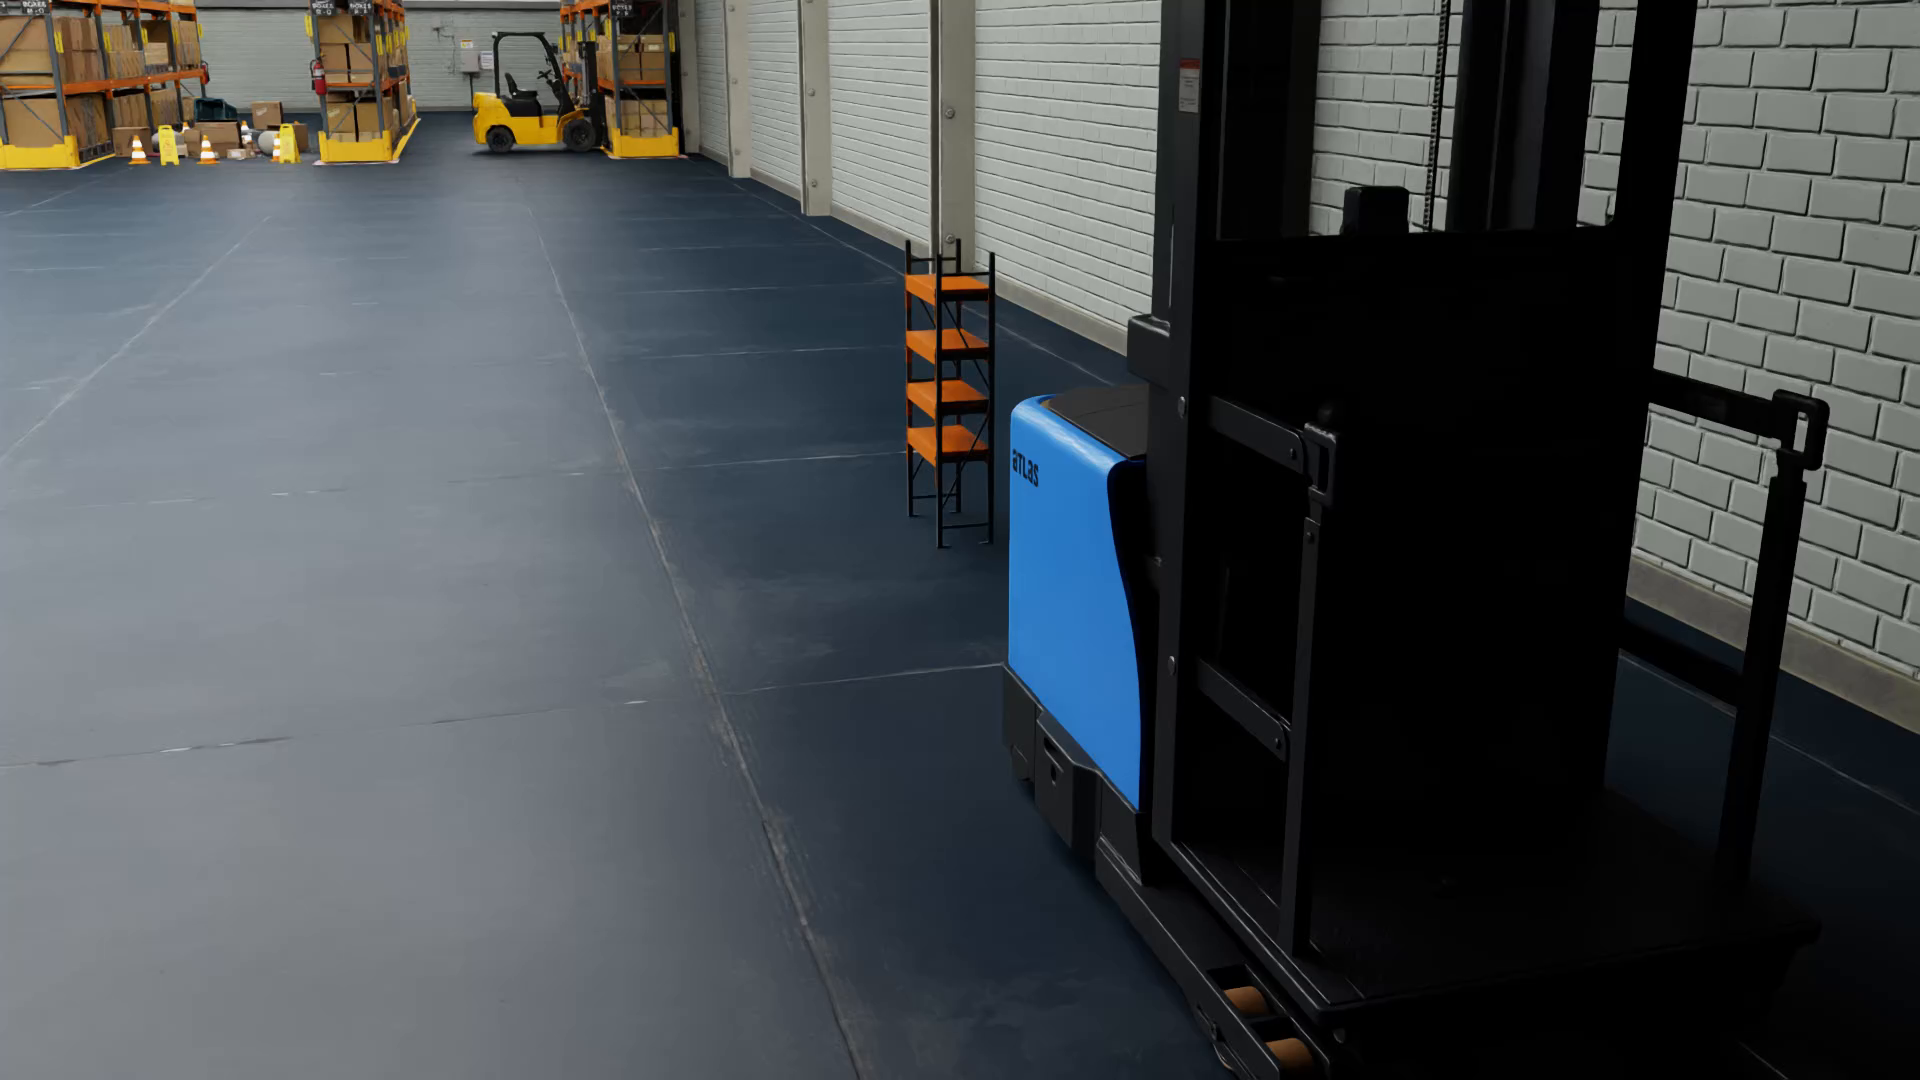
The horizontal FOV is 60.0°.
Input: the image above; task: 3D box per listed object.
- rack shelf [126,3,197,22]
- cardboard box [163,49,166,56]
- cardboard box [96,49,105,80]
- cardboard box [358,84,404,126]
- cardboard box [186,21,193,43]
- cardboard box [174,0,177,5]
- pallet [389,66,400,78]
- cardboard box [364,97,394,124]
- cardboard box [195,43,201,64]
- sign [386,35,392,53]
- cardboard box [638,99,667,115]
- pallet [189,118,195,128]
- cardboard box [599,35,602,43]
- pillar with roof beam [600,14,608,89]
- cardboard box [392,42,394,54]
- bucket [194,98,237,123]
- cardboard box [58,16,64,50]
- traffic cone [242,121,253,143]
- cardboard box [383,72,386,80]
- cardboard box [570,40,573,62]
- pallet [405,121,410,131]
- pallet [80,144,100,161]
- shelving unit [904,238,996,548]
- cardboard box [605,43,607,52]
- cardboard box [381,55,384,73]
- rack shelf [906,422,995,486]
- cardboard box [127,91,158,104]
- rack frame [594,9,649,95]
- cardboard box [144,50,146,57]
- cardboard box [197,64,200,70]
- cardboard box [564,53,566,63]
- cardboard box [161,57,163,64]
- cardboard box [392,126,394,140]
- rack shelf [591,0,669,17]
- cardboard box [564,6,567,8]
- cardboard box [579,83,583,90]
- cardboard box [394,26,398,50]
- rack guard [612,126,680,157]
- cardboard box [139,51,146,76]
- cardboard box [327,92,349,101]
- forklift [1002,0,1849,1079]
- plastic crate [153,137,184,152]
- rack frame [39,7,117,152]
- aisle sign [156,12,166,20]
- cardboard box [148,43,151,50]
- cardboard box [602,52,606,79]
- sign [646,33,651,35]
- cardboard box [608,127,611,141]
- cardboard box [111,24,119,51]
[{"bbox_3d":[-19.040,-12.563,39.598,1.077,0.370,4.000,-5,17,-15],"label":"rack shelf"},{"bbox_3d":[-18.118,-10.974,37.461,0.380,0.149,0.250,-5,17,-15],"label":"cardboard box"},{"bbox_3d":[-16.179,-8.676,30.360,0.875,0.550,0.550,-5,17,-15],"label":"cardboard box"},{"bbox_3d":[-12.770,-9.612,36.700,0.875,0.875,0.875,-5,17,-16],"label":"cardboard box"},{"bbox_3d":[-18.934,-12.303,40.268,0.500,0.500,0.500,-4,17,-12],"label":"cardboard box"},{"bbox_3d":[-18.511,-12.569,38.629,0.500,0.250,0.500,-5,17,-16],"label":"cardboard box"},{"bbox_3d":[-11.631,-9.255,32.884,1.003,0.211,1.213,-5,17,-15],"label":"pallet"},{"bbox_3d":[-11.140,-8.225,31.867,0.500,0.500,0.500,-5,17,-16],"label":"cardboard box"},{"bbox_3d":[-19.219,-12.111,41.365,0.500,0.500,0.500,-4,17,-14],"label":"cardboard box"},{"bbox_3d":[-11.041,-9.584,32.139,0.100,0.325,0.005,-5,17,-15],"label":"sign"},{"bbox_3d":[-5.640,-7.922,30.424,0.500,0.250,0.500,-5,17,-16],"label":"cardboard box"},{"bbox_3d":[-19.048,-10.104,40.221,1.003,0.211,1.213,-5,17,-15],"label":"pallet"},{"bbox_3d":[-6.777,-9.693,32.188,0.380,0.149,0.250,-4,17,-14],"label":"cardboard box"},{"bbox_3d":[-14.100,-16.187,45.198,9.100,9.000,0.400,-5,17,-15],"label":"pillar with roof beam"},{"bbox_3d":[-11.826,-10.086,33.894,0.500,0.500,0.500,-5,18,-18],"label":"cardboard box"},{"bbox_3d":[-14.038,-8.010,31.452,0.726,0.611,0.620,1,7,4],"label":"bucket"},{"bbox_3d":[-15.497,-8.438,27.692,0.875,0.550,0.550,-5,17,-15],"label":"cardboard box"},{"bbox_3d":[-14.288,-8.143,33.256,0.336,0.463,0.334,-5,17,-15],"label":"traffic cone"},{"bbox_3d":[-10.749,-8.517,30.529,0.380,0.149,0.250,-5,17,-15],"label":"cardboard box"},{"bbox_3d":[-8.927,-11.685,39.734,0.700,0.500,0.500,-5,17,-15],"label":"cardboard box"},{"bbox_3d":[-13.136,-9.456,38.066,1.003,0.211,1.213,-5,17,-15],"label":"pallet"},{"bbox_3d":[-15.819,-6.815,29.273,1.003,0.211,1.213,-5,17,-15],"label":"pallet"},{"bbox_3d":[-0.046,-0.620,6.932,0.258,1.200,0.503,-5,17,-15],"label":"shelving unit"},{"bbox_3d":[-6.430,-9.197,31.053,0.380,0.149,0.250,-5,17,-15],"label":"cardboard box"},{"bbox_3d":[-10.470,-8.504,29.359,0.500,0.500,0.500,-4,17,-14],"label":"cardboard box"},{"bbox_3d":[-0.046,-0.366,7.008,0.258,0.148,0.480,-5,17,-15],"label":"rack shelf"},{"bbox_3d":[-17.348,-9.384,35.291,0.500,0.250,0.500,-6,18,-18],"label":"cardboard box"},{"bbox_3d":[-6.789,-9.518,33.424,1.000,3.000,0.127,-5,17,-15],"label":"rack frame"},{"bbox_3d":[-17.408,-10.259,35.081,0.380,0.149,0.250,-4,17,-13],"label":"cardboard box"},{"bbox_3d":[-19.228,-11.836,41.578,0.380,0.149,0.250,-5,17,-15],"label":"cardboard box"},{"bbox_3d":[-10.082,-12.622,43.500,0.500,0.250,0.500,-5,17,-15],"label":"cardboard box"},{"bbox_3d":[-17.984,-10.694,37.047,0.380,0.149,0.250,-6,18,-18],"label":"cardboard box"},{"bbox_3d":[-10.848,-7.579,31.018,0.500,0.250,0.500,-4,17,-14],"label":"cardboard box"},{"bbox_3d":[-6.239,-10.057,31.254,1.077,0.370,4.000,-5,17,-15],"label":"rack shelf"},{"bbox_3d":[-9.822,-13.547,42.058,0.380,0.149,0.250,-4,17,-14],"label":"cardboard box"},{"bbox_3d":[-9.027,-10.999,40.327,0.380,0.149,0.250,-6,18,-18],"label":"cardboard box"},{"bbox_3d":[-12.833,-11.194,37.092,0.500,0.500,0.500,-4,17,-14],"label":"cardboard box"},{"bbox_3d":[-5.683,-7.208,30.078,1.175,0.500,0.348,-5,17,-15],"label":"rack guard"},{"bbox_3d":[-17.009,-9.756,34.043,0.500,0.500,0.500,-5,17,-15],"label":"cardboard box"},{"bbox_3d":[-11.163,-7.939,29.786,0.380,0.149,0.250,-4,17,-14],"label":"cardboard box"},{"bbox_3d":[1.027,-0.402,3.195,1.130,2.935,3.031,-5,17,-16],"label":"forklift"},{"bbox_3d":[-14.985,-7.441,31.299,0.450,0.188,0.662,-6,15,16],"label":"plastic crate"},{"bbox_3d":[-16.292,-8.705,30.718,1.000,3.000,0.127,-5,17,-15],"label":"rack frame"},{"bbox_3d":[-19.898,-13.266,41.382,0.394,0.787,0.004,-5,17,-15],"label":"aisle sign"},{"bbox_3d":[-17.620,-10.611,35.735,0.380,0.149,0.250,-4,17,-13],"label":"cardboard box"},{"bbox_3d":[-6.501,-8.999,31.522,0.500,0.500,0.500,-5,17,-15],"label":"cardboard box"},{"bbox_3d":[-6.256,-10.015,33.435,0.100,0.325,0.005,-5,17,-15],"label":"sign"},{"bbox_3d":[-6.250,-7.539,30.885,0.500,0.250,0.500,-5,17,-15],"label":"cardboard box"},{"bbox_3d":[-16.853,-9.790,32.419,0.700,0.500,0.500,-5,17,-16],"label":"cardboard box"}]
